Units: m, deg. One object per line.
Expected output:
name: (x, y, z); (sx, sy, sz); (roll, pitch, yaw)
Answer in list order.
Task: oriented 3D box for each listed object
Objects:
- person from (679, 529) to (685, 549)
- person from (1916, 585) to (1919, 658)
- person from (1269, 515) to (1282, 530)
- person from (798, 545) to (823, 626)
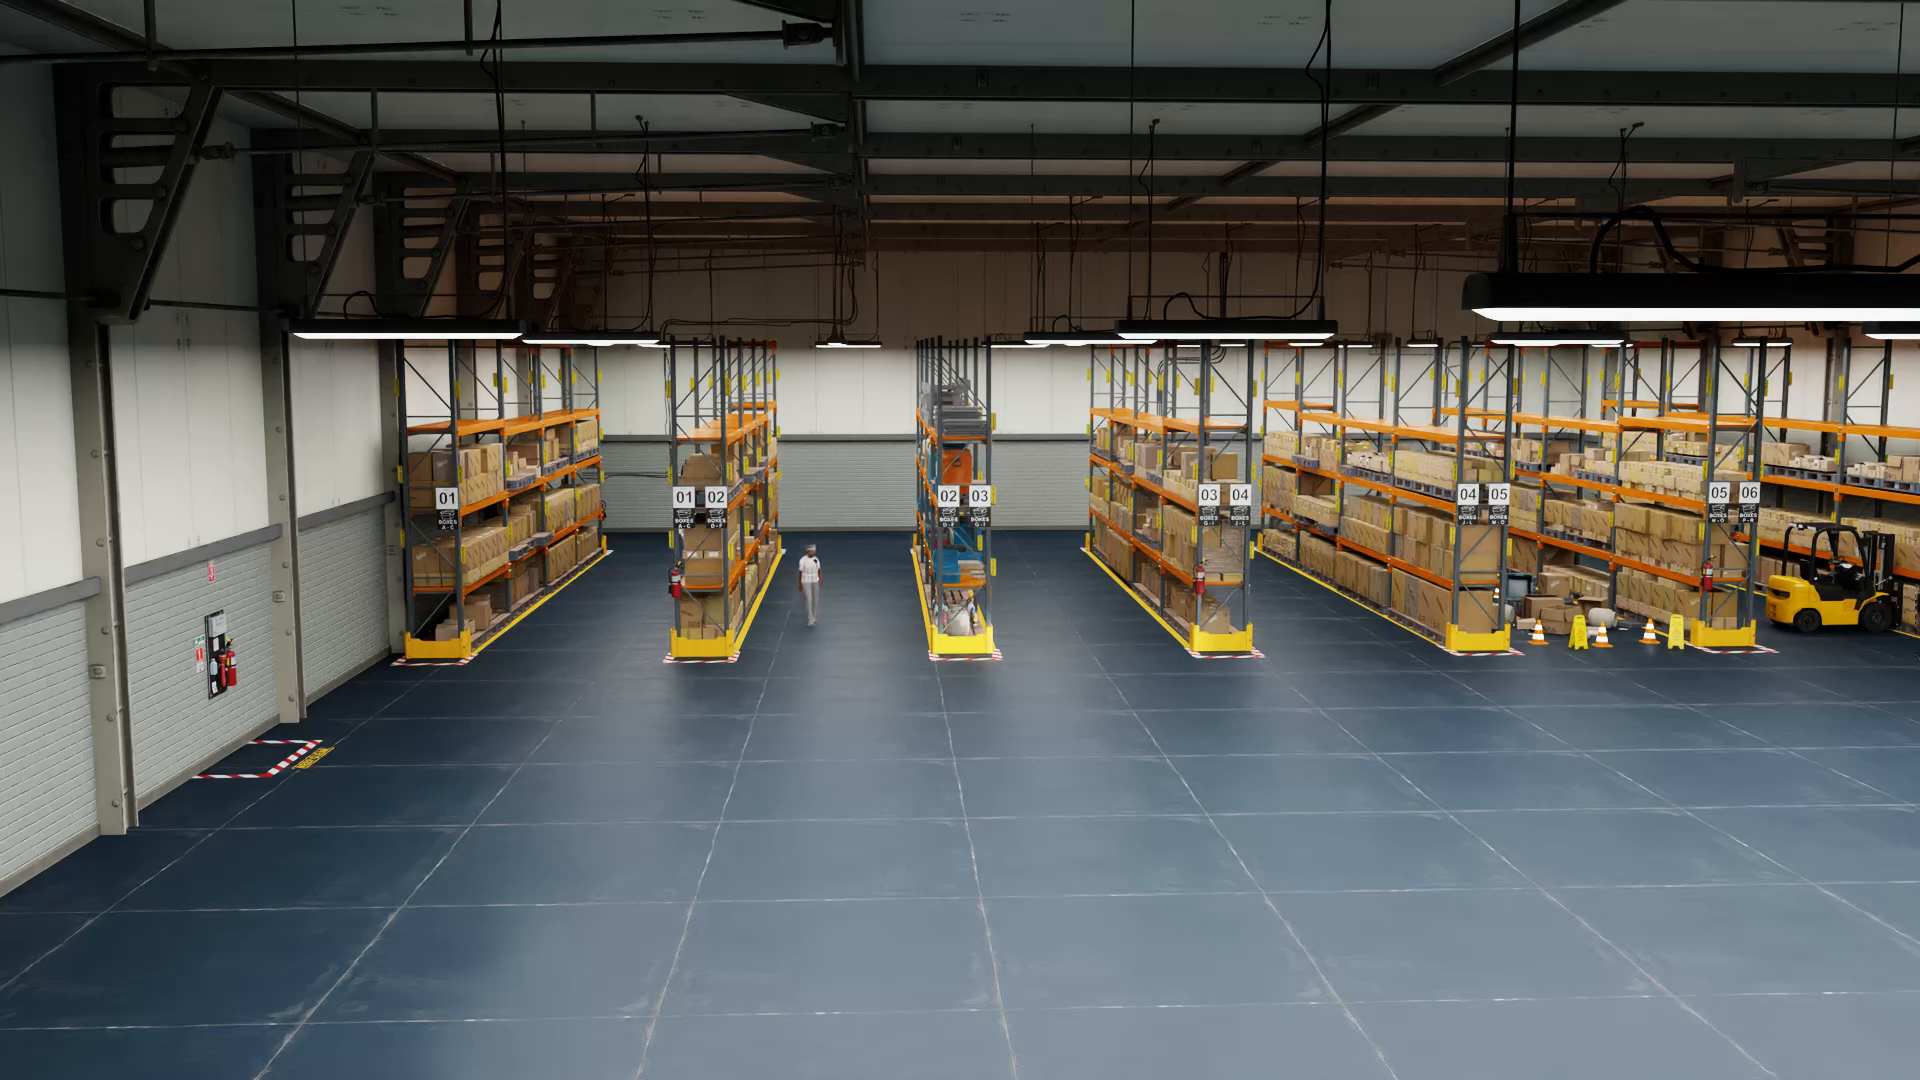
person: (-7.313, -0.139, 44.723); (0.586, 1.591, 0.696); (1, 7, 6)
person: (18.138, 1.355, 31.046); (0.919, 1.692, 0.537); (-4, 8, -30)
person: (9.497, -0.753, 49.765); (0.675, 1.621, 0.464); (-5, 8, -36)
person: (-3.097, 0.948, 35.042); (0.473, 1.653, 0.719); (-4, 7, -29)
